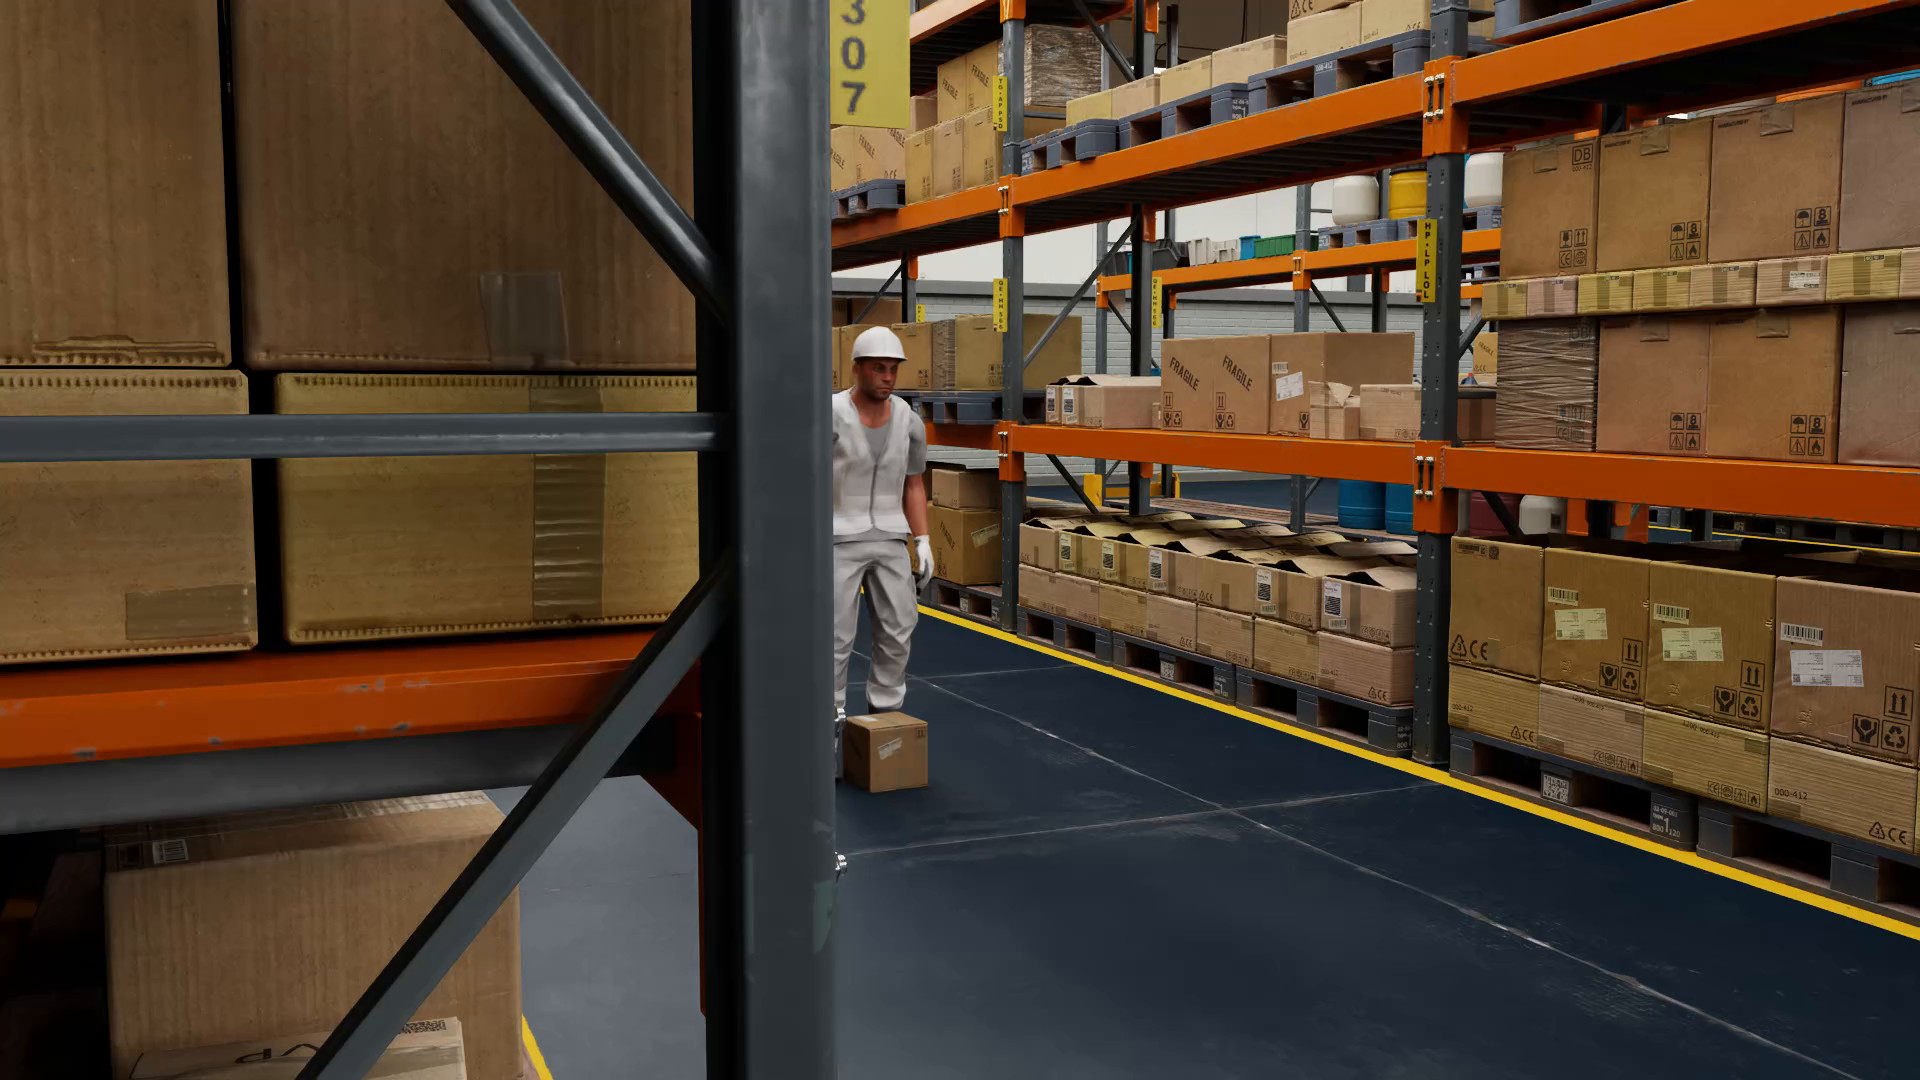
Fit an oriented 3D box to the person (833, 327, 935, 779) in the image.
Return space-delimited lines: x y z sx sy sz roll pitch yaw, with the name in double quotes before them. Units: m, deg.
"person" -0.375 0.047 6.623 0.609 1.777 0.453 -3 6 -27
